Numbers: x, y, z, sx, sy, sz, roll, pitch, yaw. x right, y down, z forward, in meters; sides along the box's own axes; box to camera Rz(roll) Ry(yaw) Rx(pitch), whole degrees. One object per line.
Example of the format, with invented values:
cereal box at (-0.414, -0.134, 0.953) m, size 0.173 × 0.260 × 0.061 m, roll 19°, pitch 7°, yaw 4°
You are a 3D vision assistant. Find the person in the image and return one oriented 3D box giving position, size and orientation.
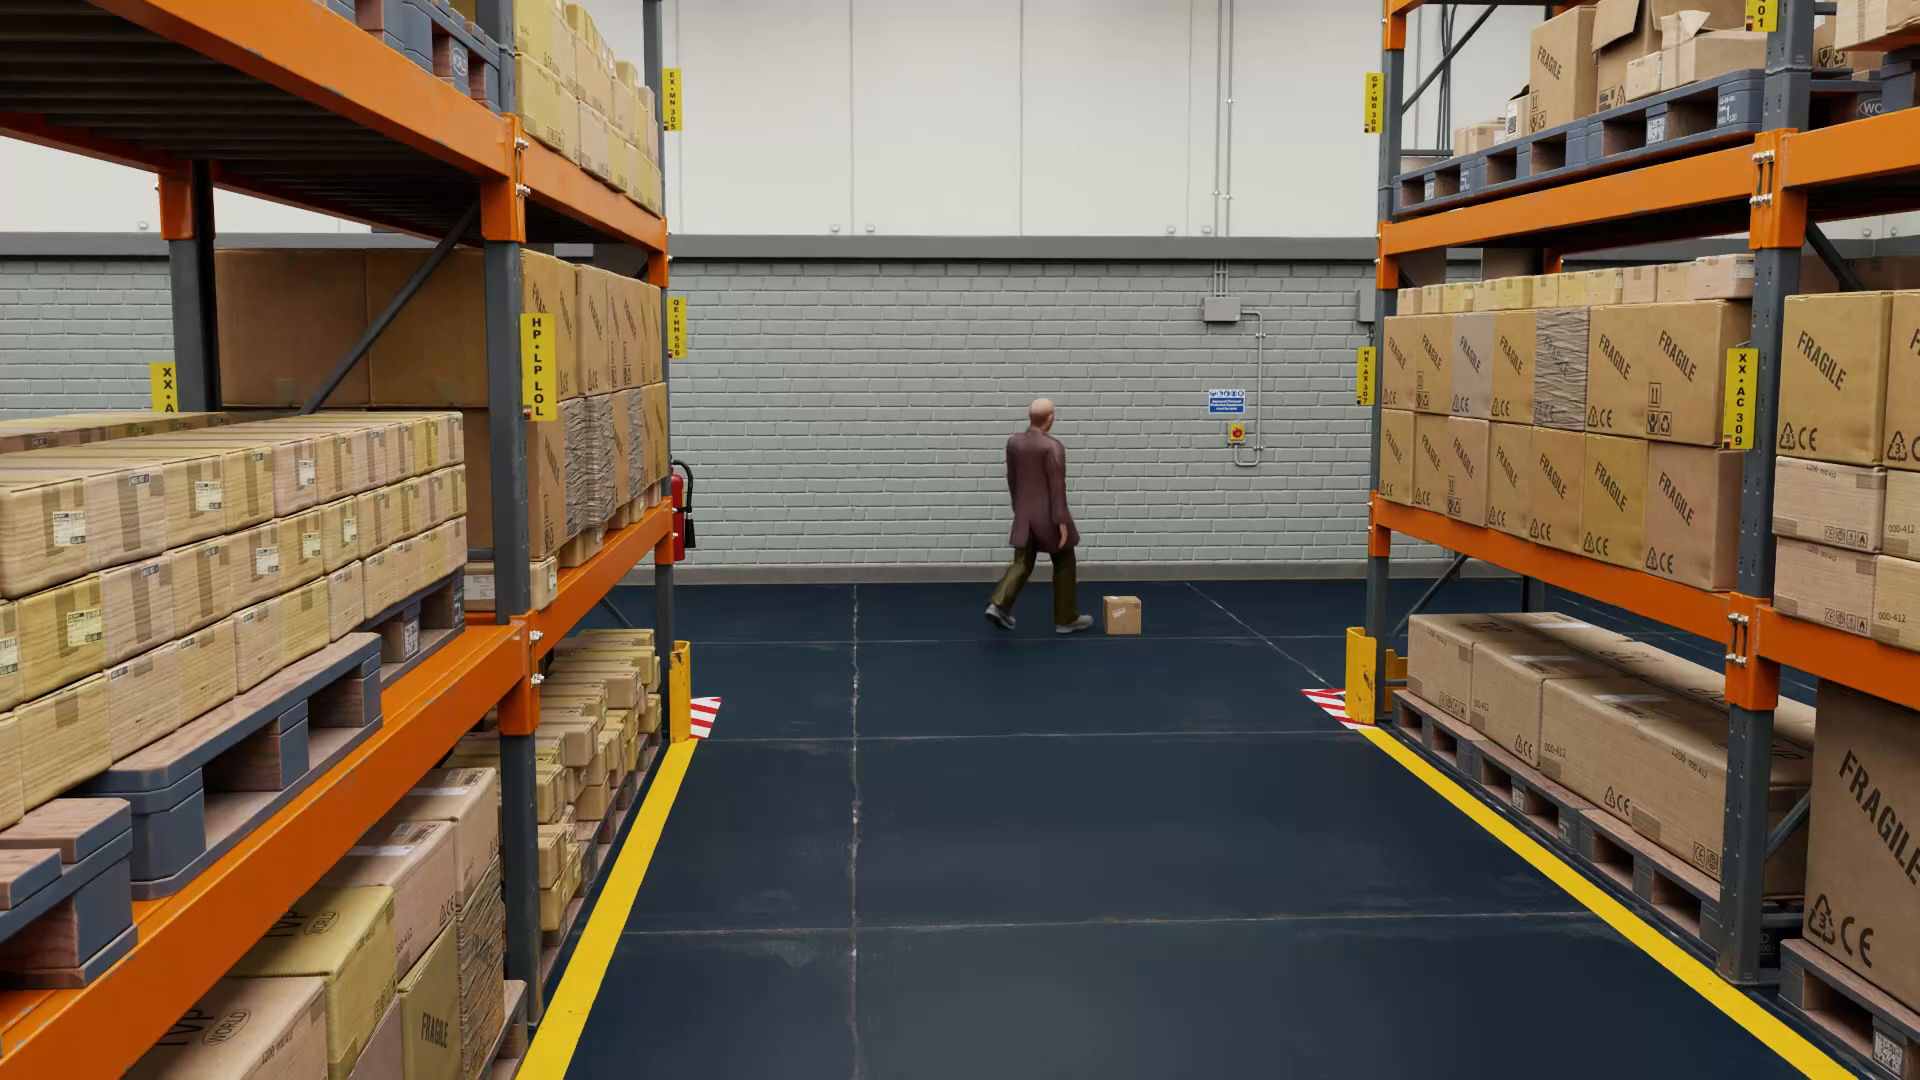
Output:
person at (0.583, -0.166, 12.236) m, size 0.619 × 1.750 × 0.998 m, roll 5°, pitch 9°, yaw 39°
